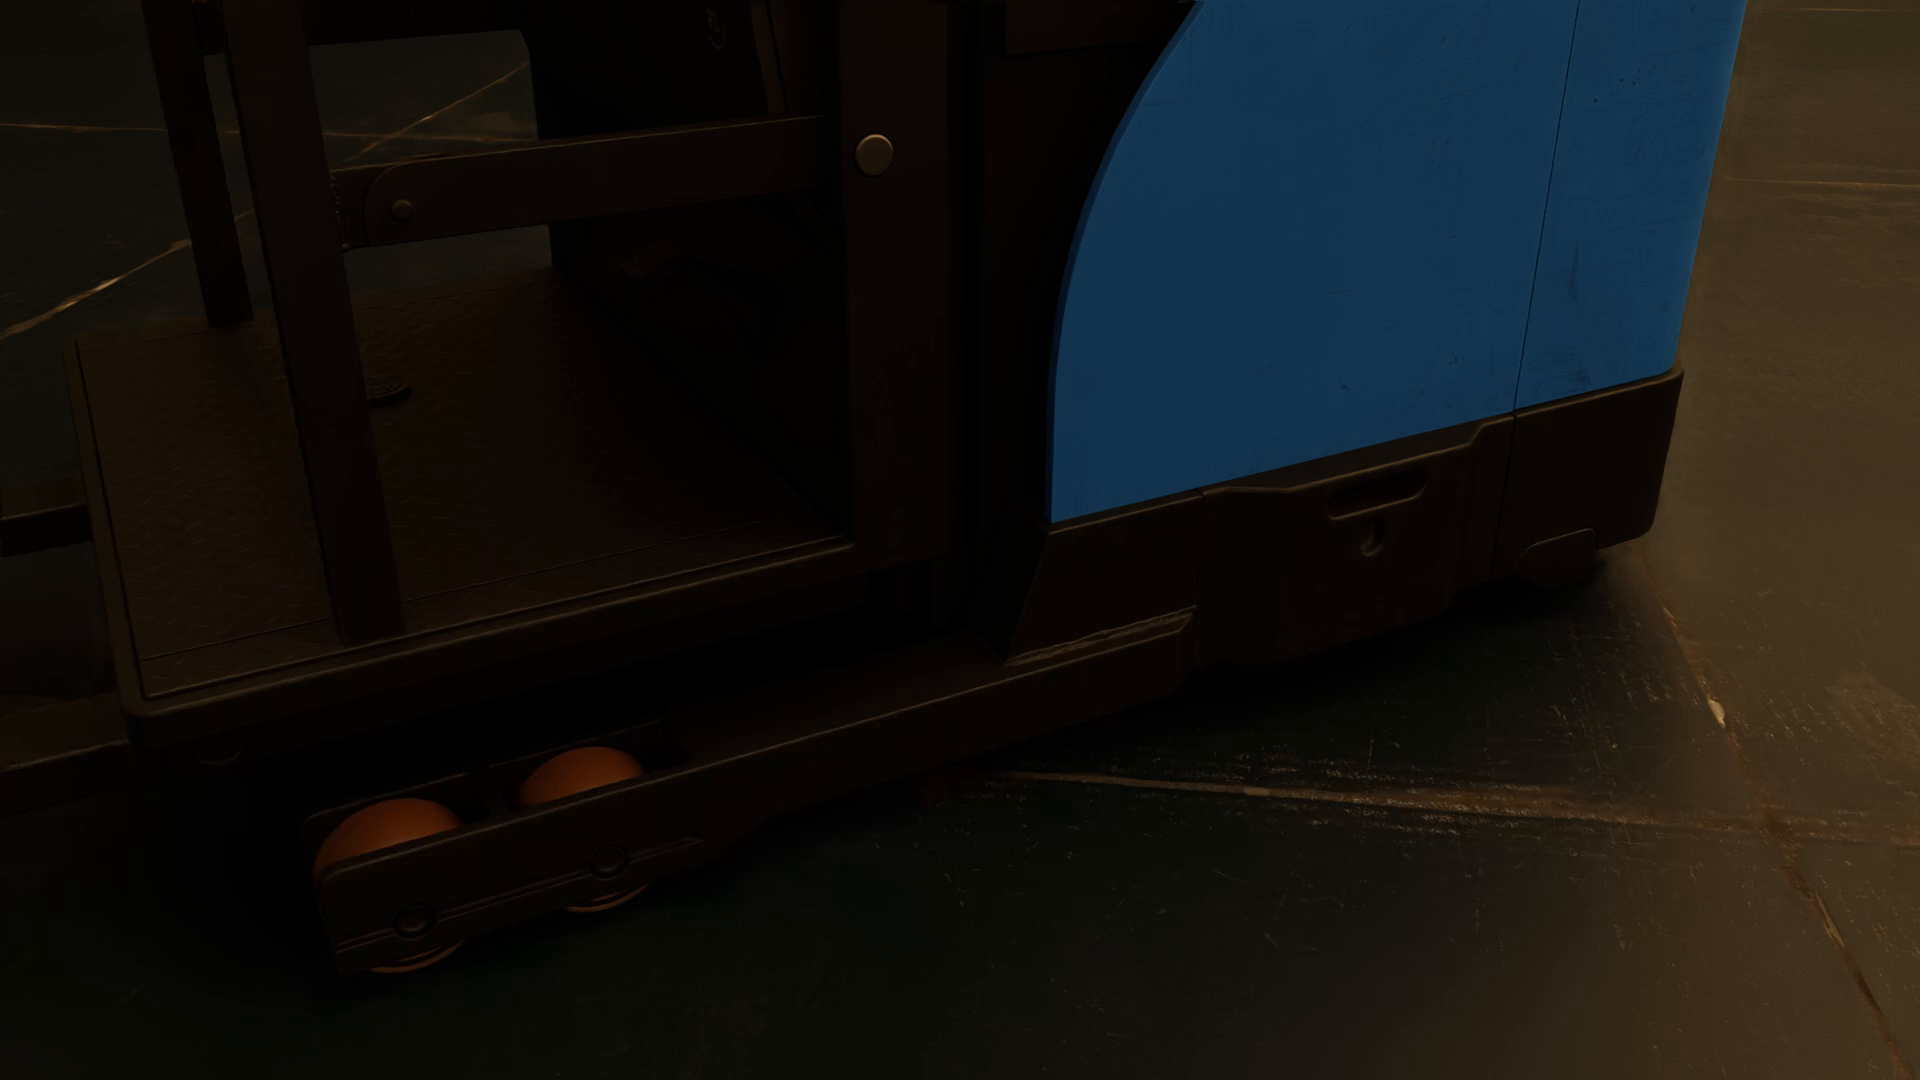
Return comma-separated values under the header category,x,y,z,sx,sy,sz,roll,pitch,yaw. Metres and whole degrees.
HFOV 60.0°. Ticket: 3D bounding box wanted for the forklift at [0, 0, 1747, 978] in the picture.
category,x,y,z,sx,sy,sz,roll,pitch,yaw
forklift,-0.541,-1.155,1.532,3.031,2.935,1.130,-14,30,-25
